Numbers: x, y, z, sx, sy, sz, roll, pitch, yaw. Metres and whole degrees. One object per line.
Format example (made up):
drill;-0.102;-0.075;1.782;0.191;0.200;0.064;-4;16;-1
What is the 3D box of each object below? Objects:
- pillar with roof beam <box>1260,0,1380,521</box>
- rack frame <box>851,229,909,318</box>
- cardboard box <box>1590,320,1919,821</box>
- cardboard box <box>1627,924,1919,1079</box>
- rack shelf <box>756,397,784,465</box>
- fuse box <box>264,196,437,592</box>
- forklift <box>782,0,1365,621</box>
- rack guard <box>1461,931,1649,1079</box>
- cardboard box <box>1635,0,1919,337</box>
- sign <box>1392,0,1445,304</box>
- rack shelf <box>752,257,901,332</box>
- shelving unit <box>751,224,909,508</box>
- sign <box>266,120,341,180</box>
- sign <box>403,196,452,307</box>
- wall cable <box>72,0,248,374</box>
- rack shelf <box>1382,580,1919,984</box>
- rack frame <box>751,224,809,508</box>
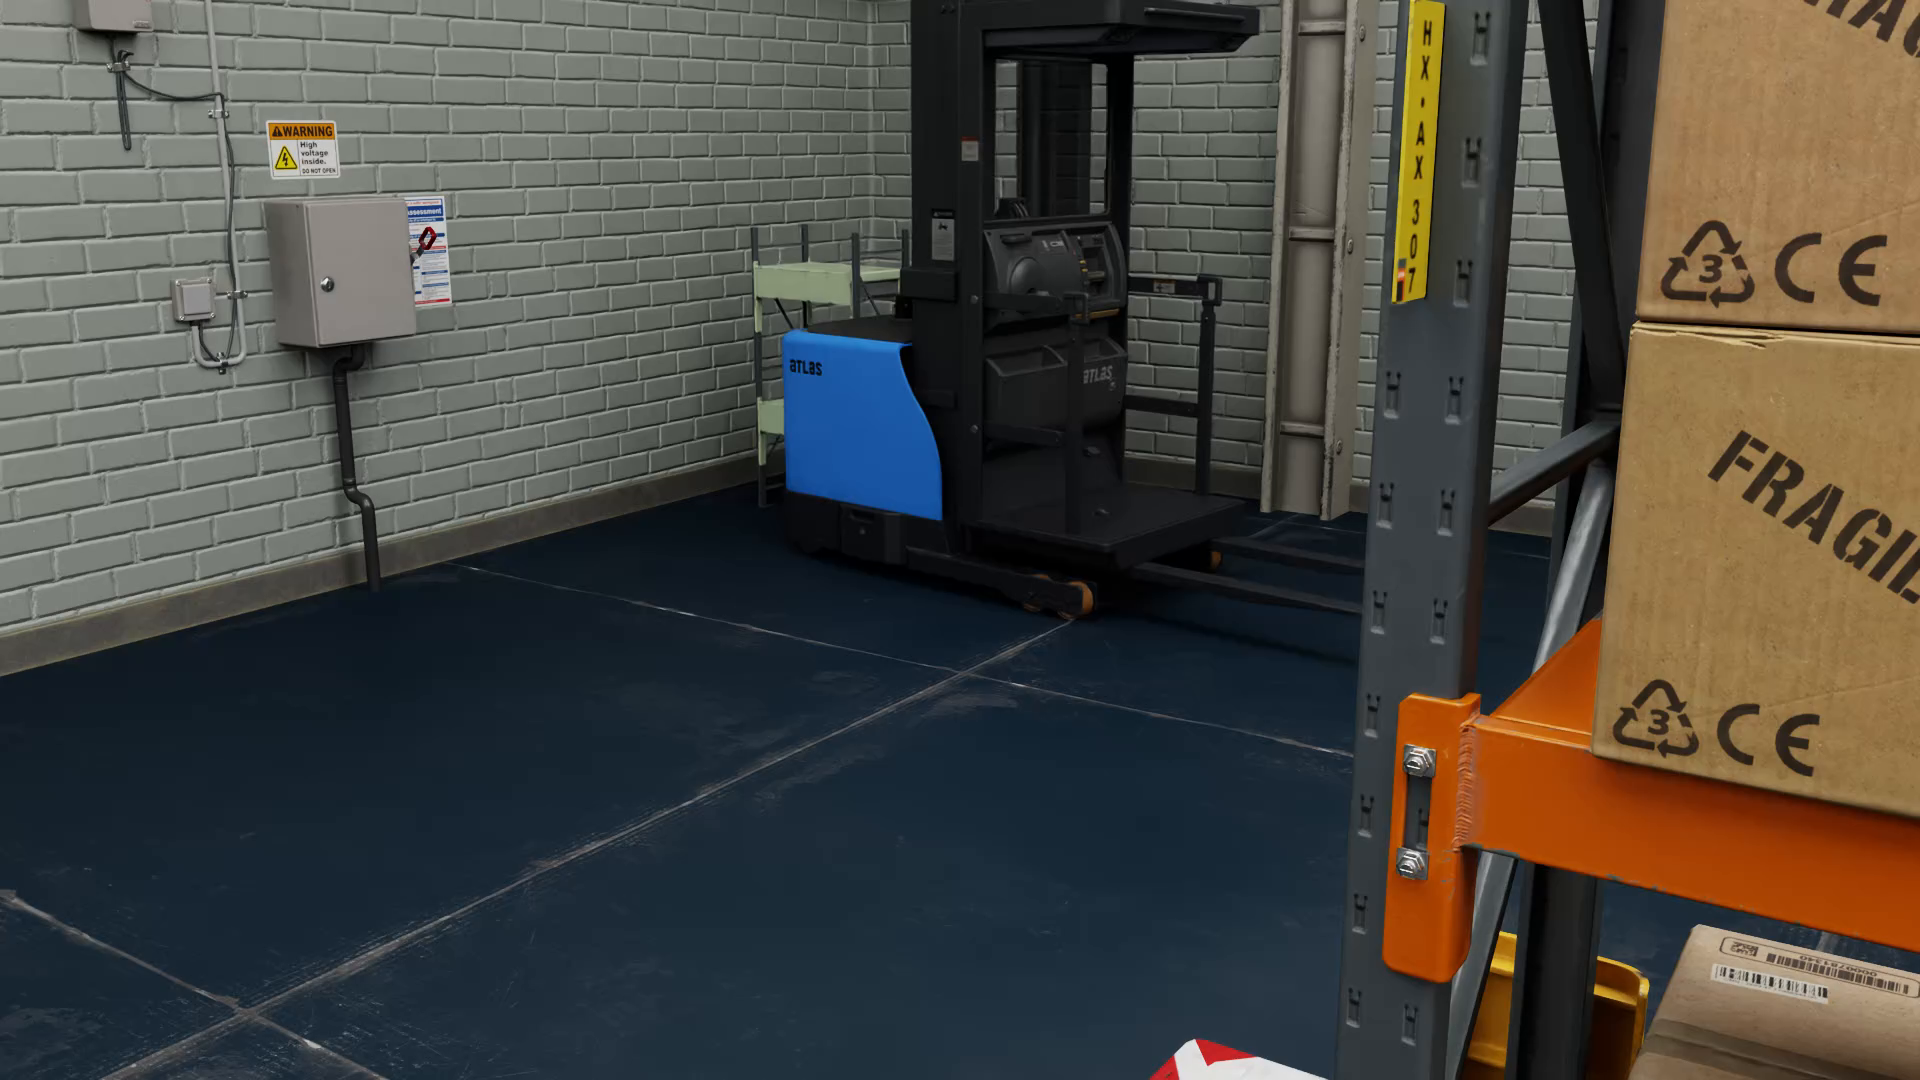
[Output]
pillar with roof beam;-0.543;-3.668;4.413;0.400;9.000;9.100;9;17;33
rack frame;-0.399;-0.824;8.530;0.023;1.500;0.400;12;18;39
cardboard box;1.065;-0.010;1.911;0.500;0.500;0.500;9;17;32
cardboard box;1.430;1.026;2.395;0.875;0.438;0.875;9;16;31
rack shelf;-0.677;-0.565;8.839;0.720;0.370;0.431;12;18;39
fuse box;-2.572;-0.608;7.219;0.414;1.711;0.539;9;17;33
forklift;0.589;-1.228;7.184;3.031;2.935;1.130;12;18;39
rack guard;0.807;1.127;2.728;0.348;0.500;1.175;9;17;33
cardboard box;1.066;-0.495;1.793;0.500;0.500;0.500;9;16;32
sign;0.512;-0.431;1.857;0.005;0.325;0.100;9;17;33
rack shelf;-0.677;-1.260;8.667;0.720;0.370;0.431;12;18;39
shelving unit;-0.677;-0.881;8.761;0.755;1.500;0.431;12;18;39
sign;-2.775;-1.651;7.032;0.001;0.242;0.339;9;17;33
sign;-2.468;-1.314;7.585;0.001;0.494;0.329;9;17;33
wall cable;-3.083;-1.612;6.477;0.122;1.984;0.588;9;17;33
rack shelf;2.486;0.535;1.418;4.000;0.370;1.077;9;17;33
rack frame;-0.955;-0.938;8.992;0.023;1.500;0.400;12;18;39
